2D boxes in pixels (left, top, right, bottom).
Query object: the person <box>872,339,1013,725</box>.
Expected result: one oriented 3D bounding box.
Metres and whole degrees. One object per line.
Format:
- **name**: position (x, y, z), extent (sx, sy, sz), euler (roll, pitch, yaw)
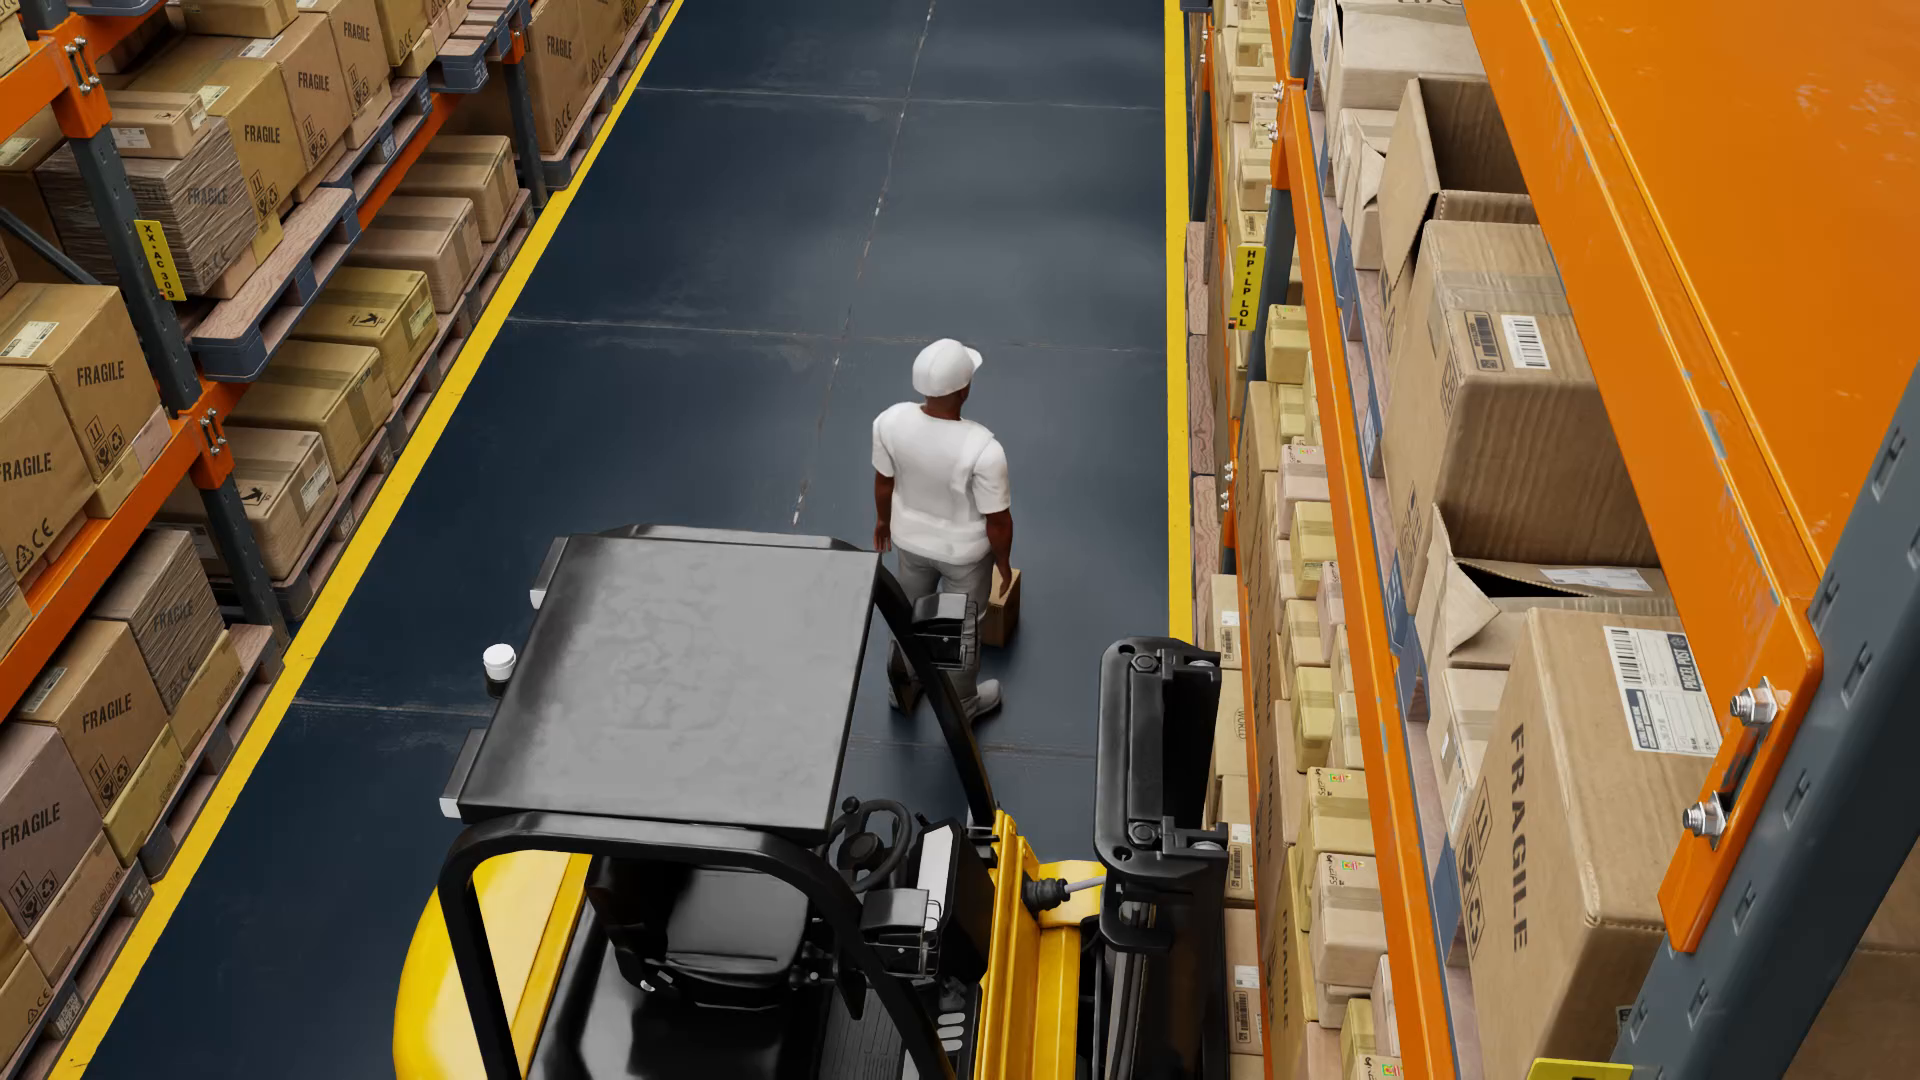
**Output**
- **person**: position (-0.061, -0.011, 6.413), extent (0.607, 1.765, 0.341), euler (17, 43, 19)
